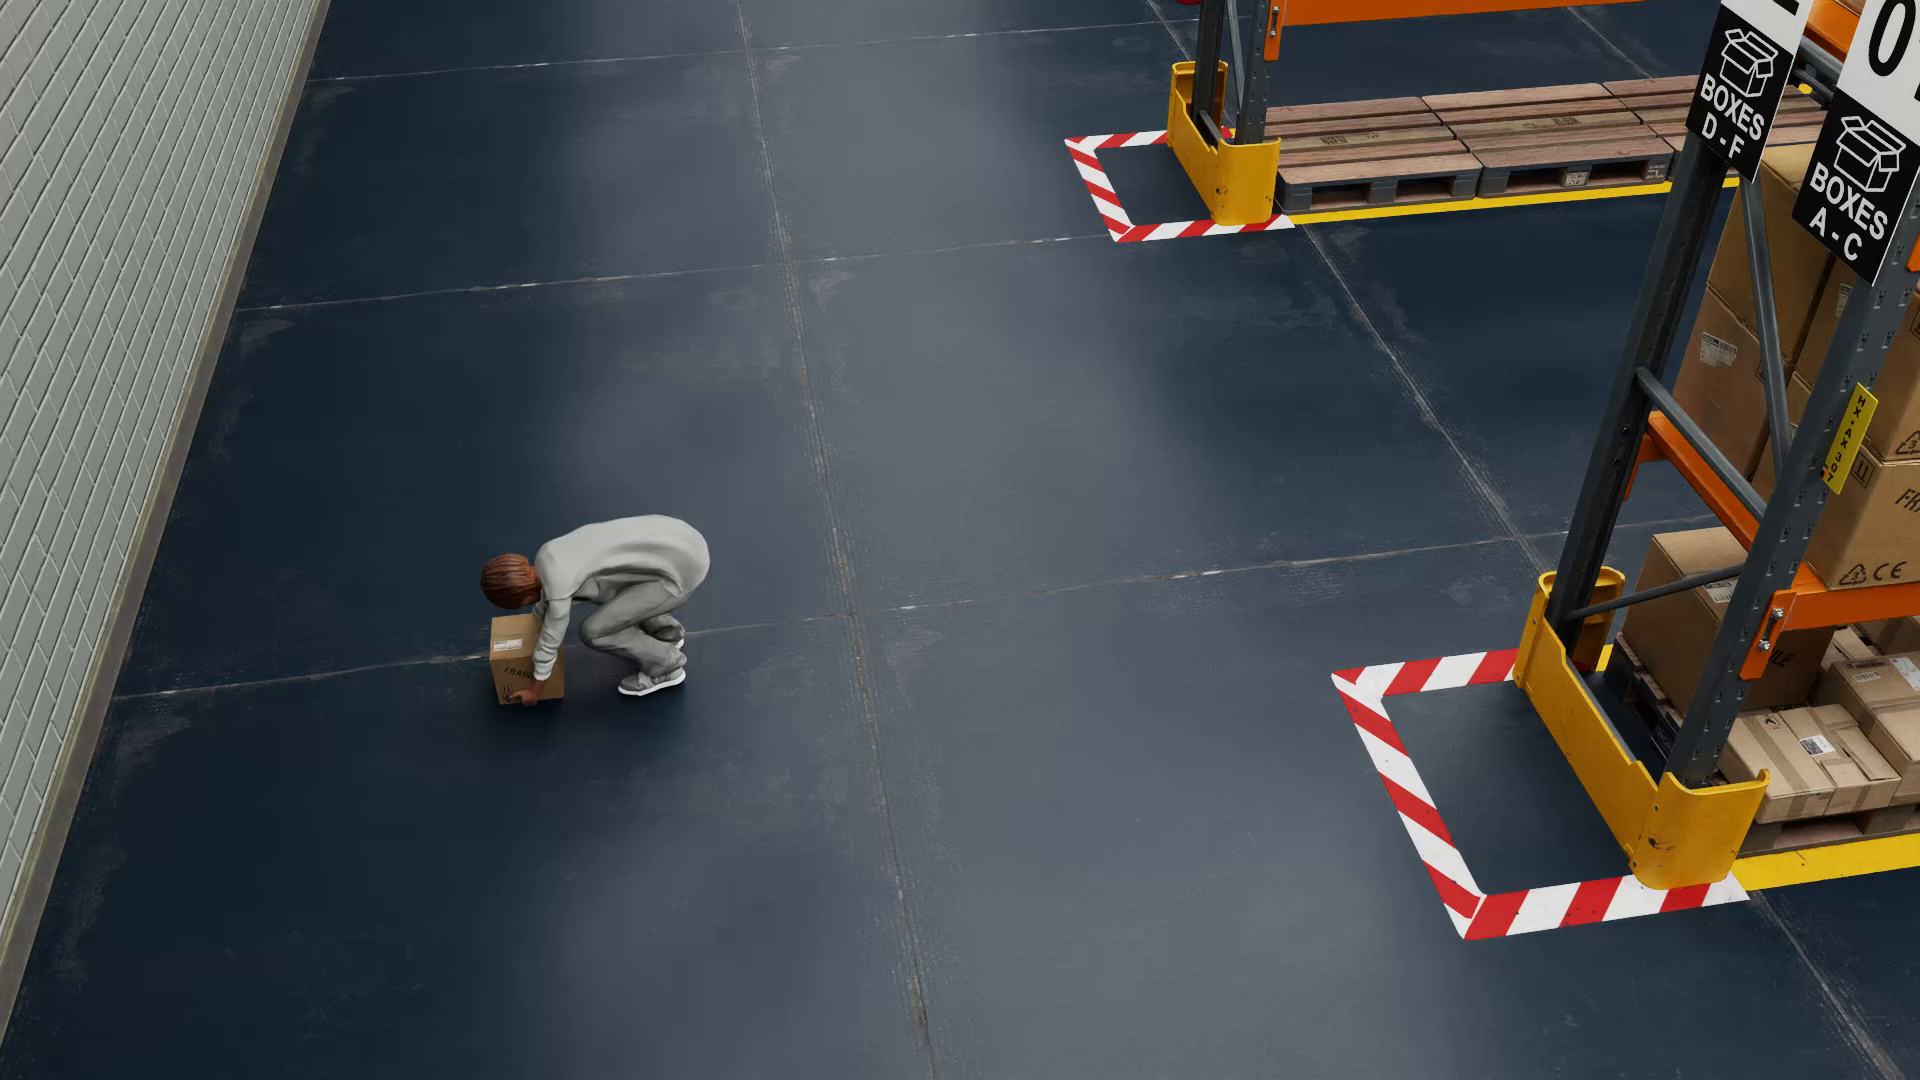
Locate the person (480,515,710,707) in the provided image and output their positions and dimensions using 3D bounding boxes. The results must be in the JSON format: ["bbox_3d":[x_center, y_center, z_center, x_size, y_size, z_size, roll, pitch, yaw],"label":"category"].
[{"bbox_3d":[-1.405,0.261,6.553,0.874,0.747,0.404,-7,40,-9],"label":"person"}]
